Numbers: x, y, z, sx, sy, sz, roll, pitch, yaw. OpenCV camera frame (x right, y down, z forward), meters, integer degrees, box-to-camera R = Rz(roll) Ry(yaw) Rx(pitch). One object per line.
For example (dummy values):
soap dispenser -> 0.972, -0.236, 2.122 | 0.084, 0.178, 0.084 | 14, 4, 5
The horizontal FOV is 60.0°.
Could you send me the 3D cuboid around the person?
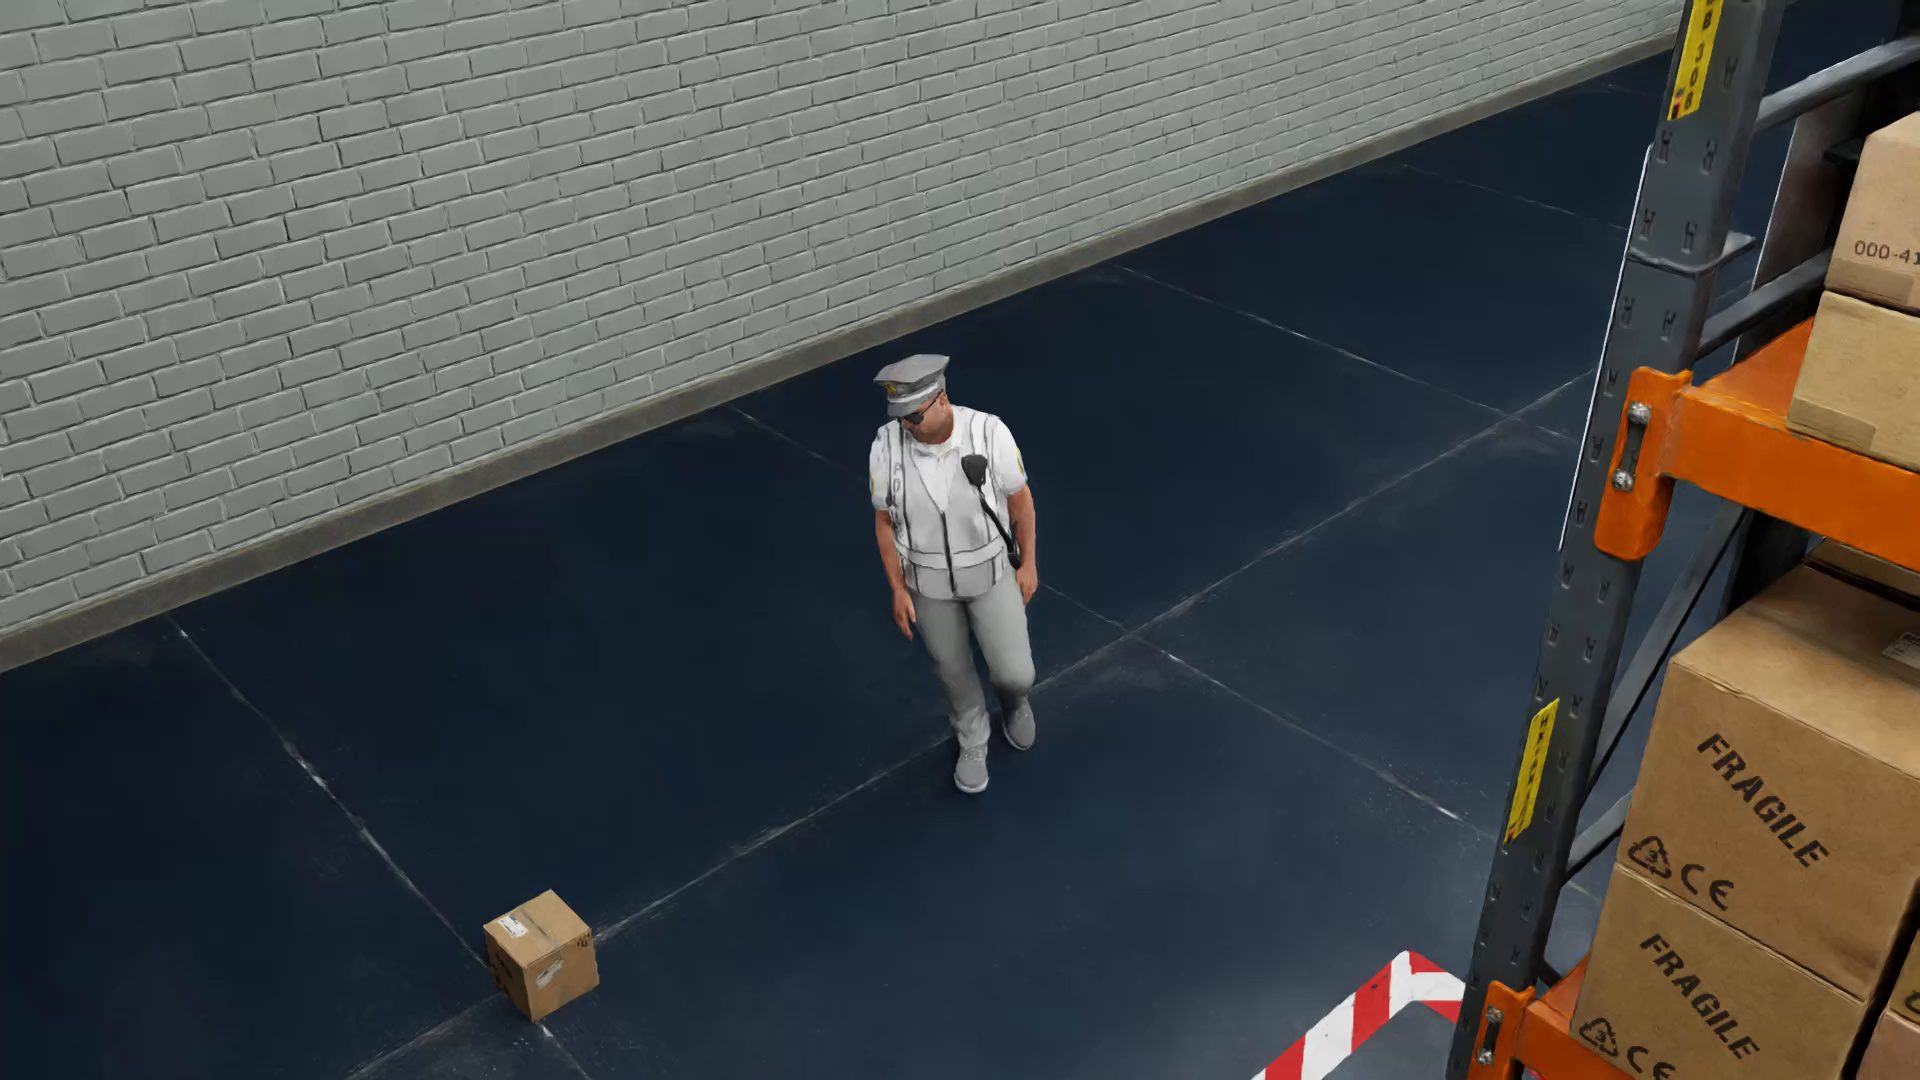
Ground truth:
person -> -0.010, 0.105, 5.961 | 0.608, 1.728, 0.490 | 0, 32, 1
